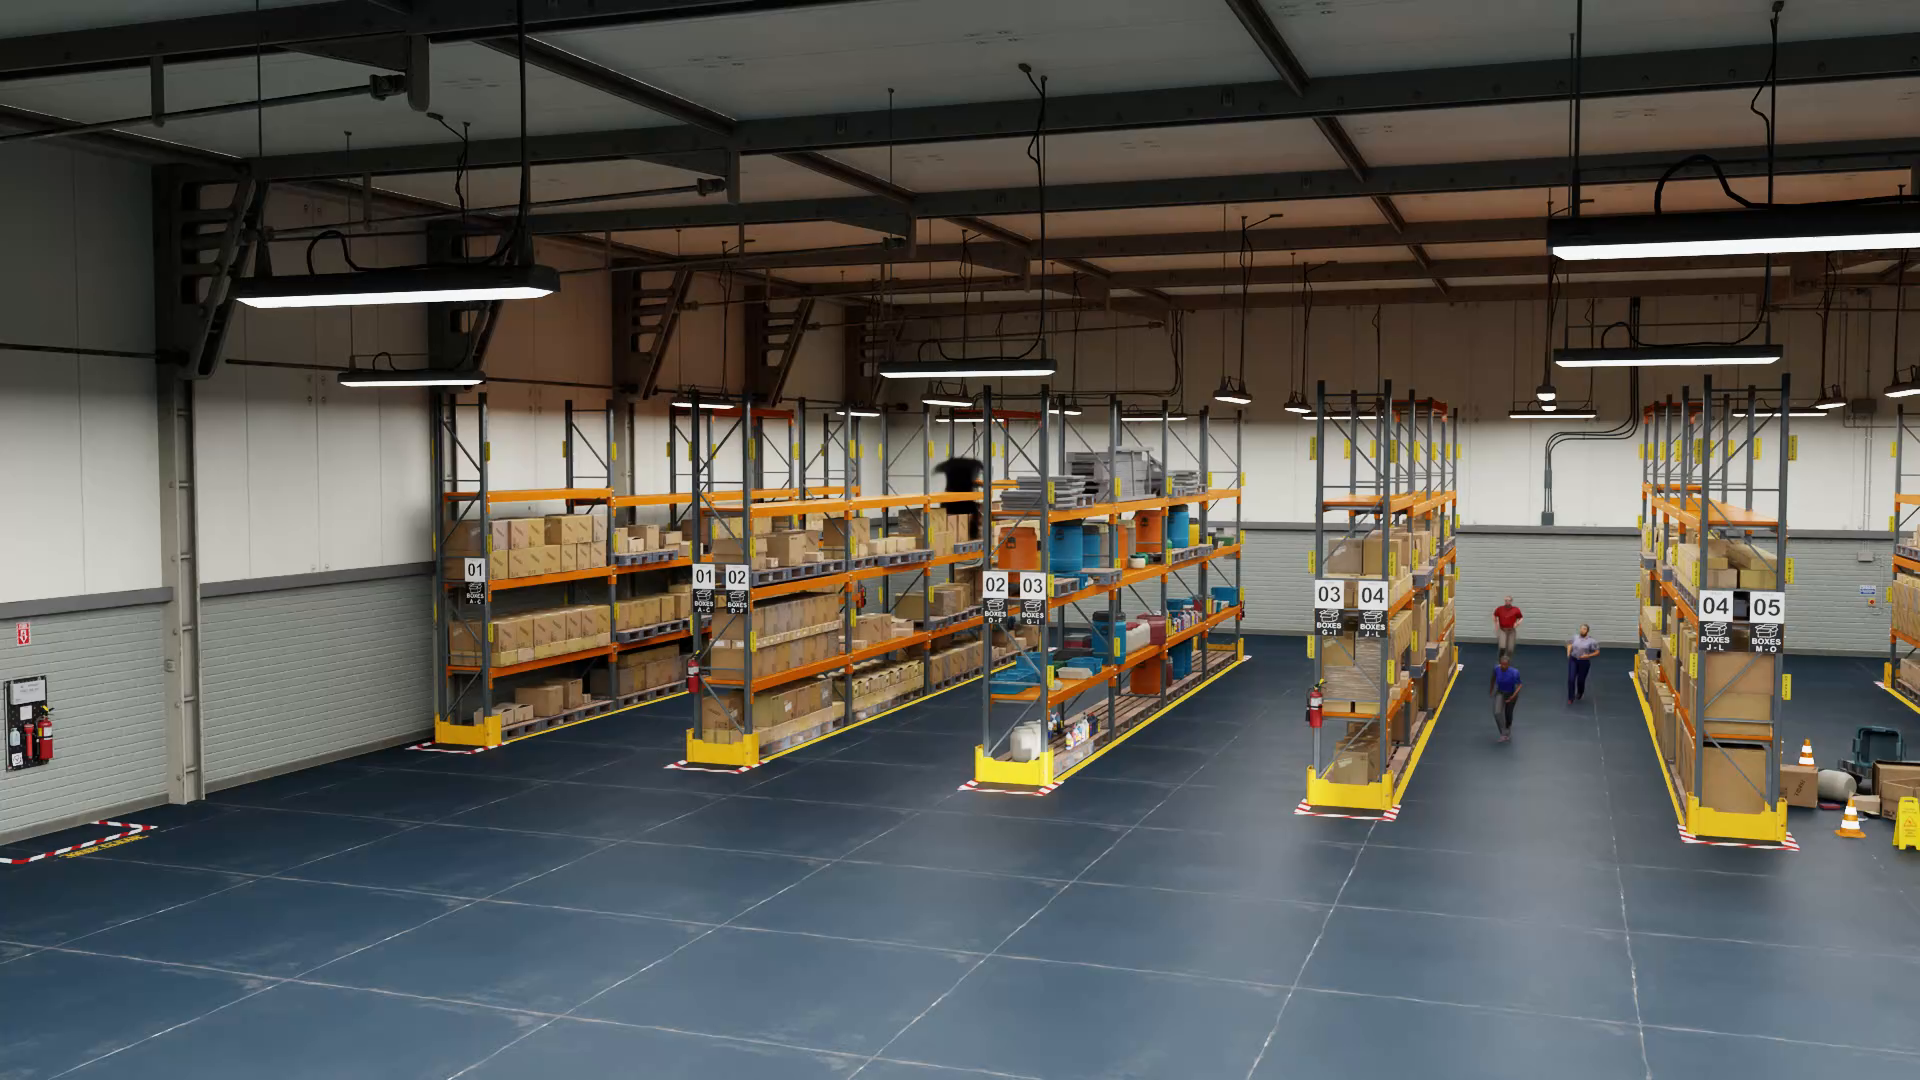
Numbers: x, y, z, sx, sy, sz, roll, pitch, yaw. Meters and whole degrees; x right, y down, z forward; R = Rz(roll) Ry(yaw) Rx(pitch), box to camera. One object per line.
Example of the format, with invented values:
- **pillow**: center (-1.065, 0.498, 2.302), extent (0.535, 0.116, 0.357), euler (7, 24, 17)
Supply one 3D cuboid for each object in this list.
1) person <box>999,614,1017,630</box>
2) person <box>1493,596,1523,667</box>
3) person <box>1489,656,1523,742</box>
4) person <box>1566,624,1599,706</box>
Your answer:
- **person**: center (1.277, 1.928, 43.075), extent (0.681, 1.560, 0.528), euler (1, 3, 24)
- **person**: center (12.514, 2.139, 37.957), extent (0.649, 1.727, 0.679), euler (1, 3, 14)
- **person**: center (9.486, 2.704, 28.825), extent (0.580, 1.497, 1.040), euler (2, 3, 28)
- **person**: center (12.334, 2.476, 32.952), extent (0.645, 1.609, 0.774), euler (2, 4, 34)
